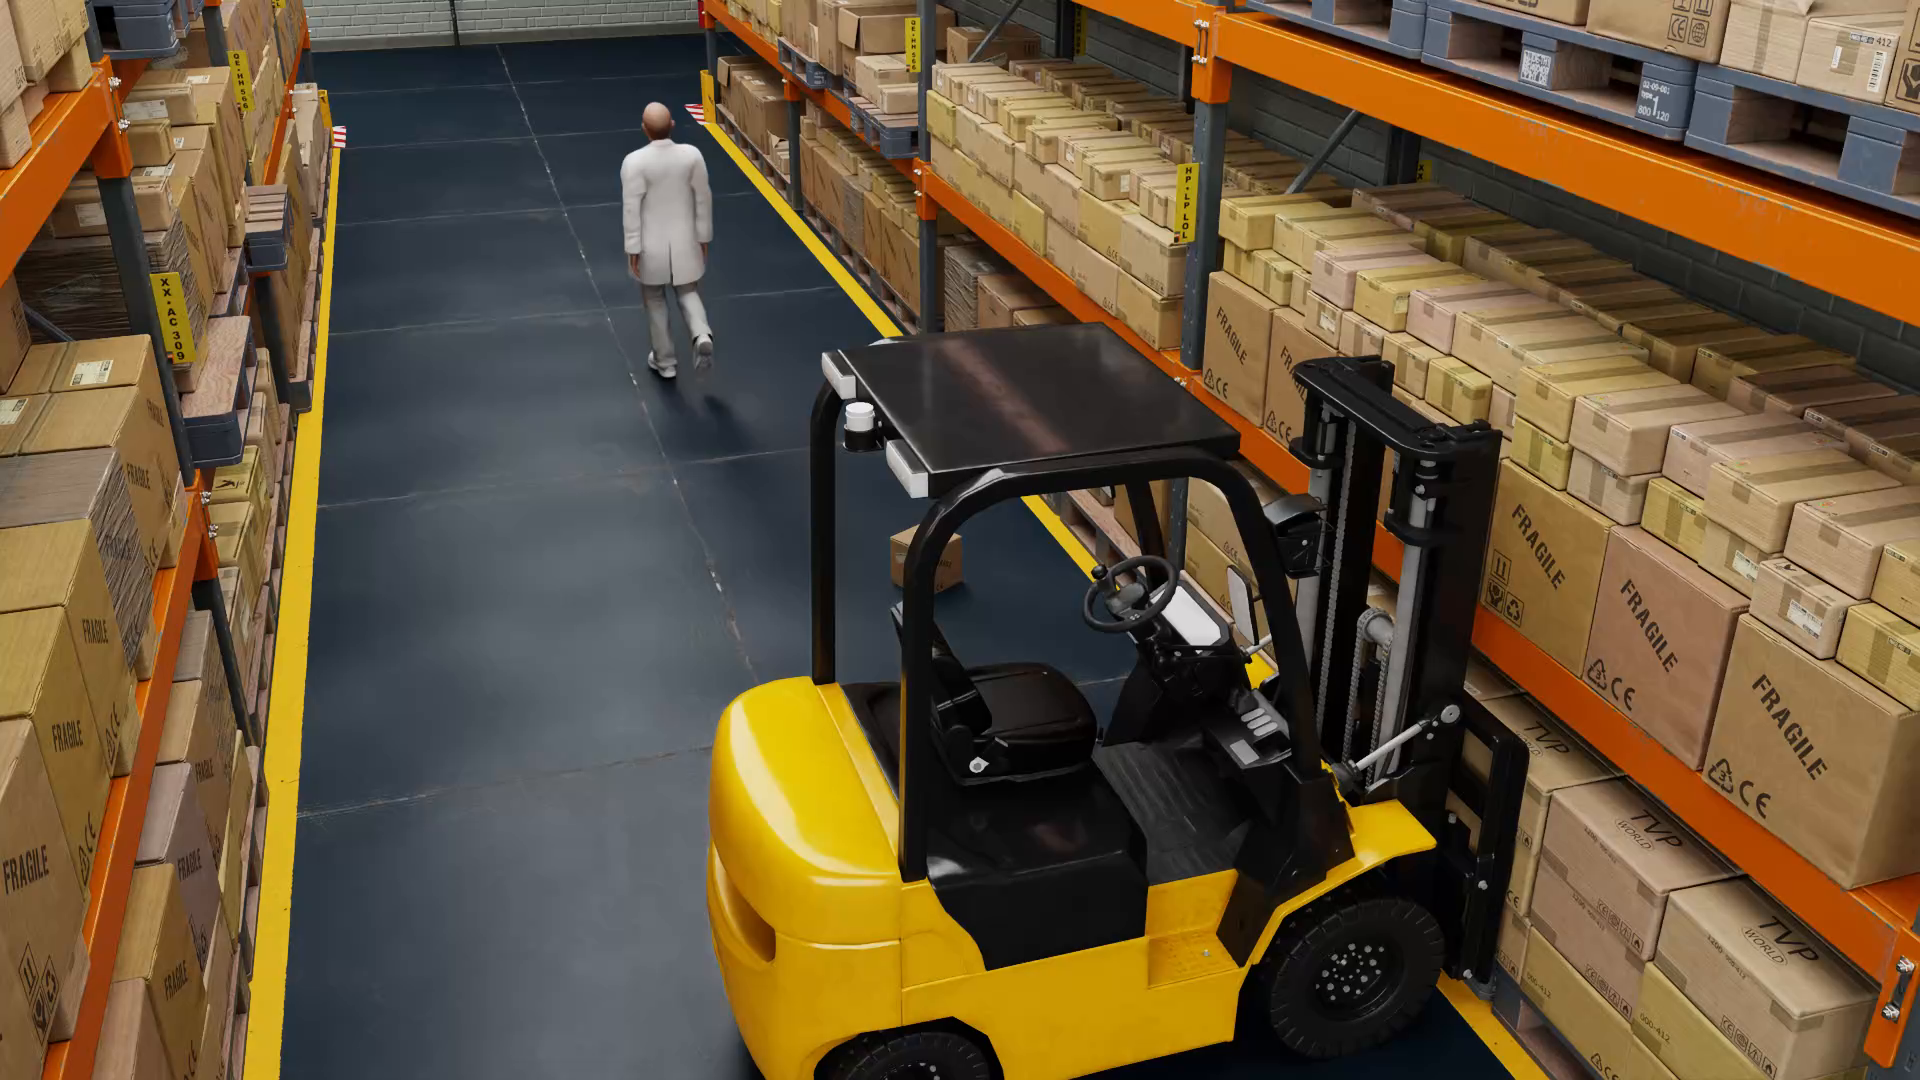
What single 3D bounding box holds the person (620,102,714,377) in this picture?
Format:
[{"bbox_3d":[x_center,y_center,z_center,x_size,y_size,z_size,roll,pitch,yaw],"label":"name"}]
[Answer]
[{"bbox_3d":[-1.808,-1.809,10.395,0.577,1.684,0.778,-12,28,-23],"label":"person"}]
